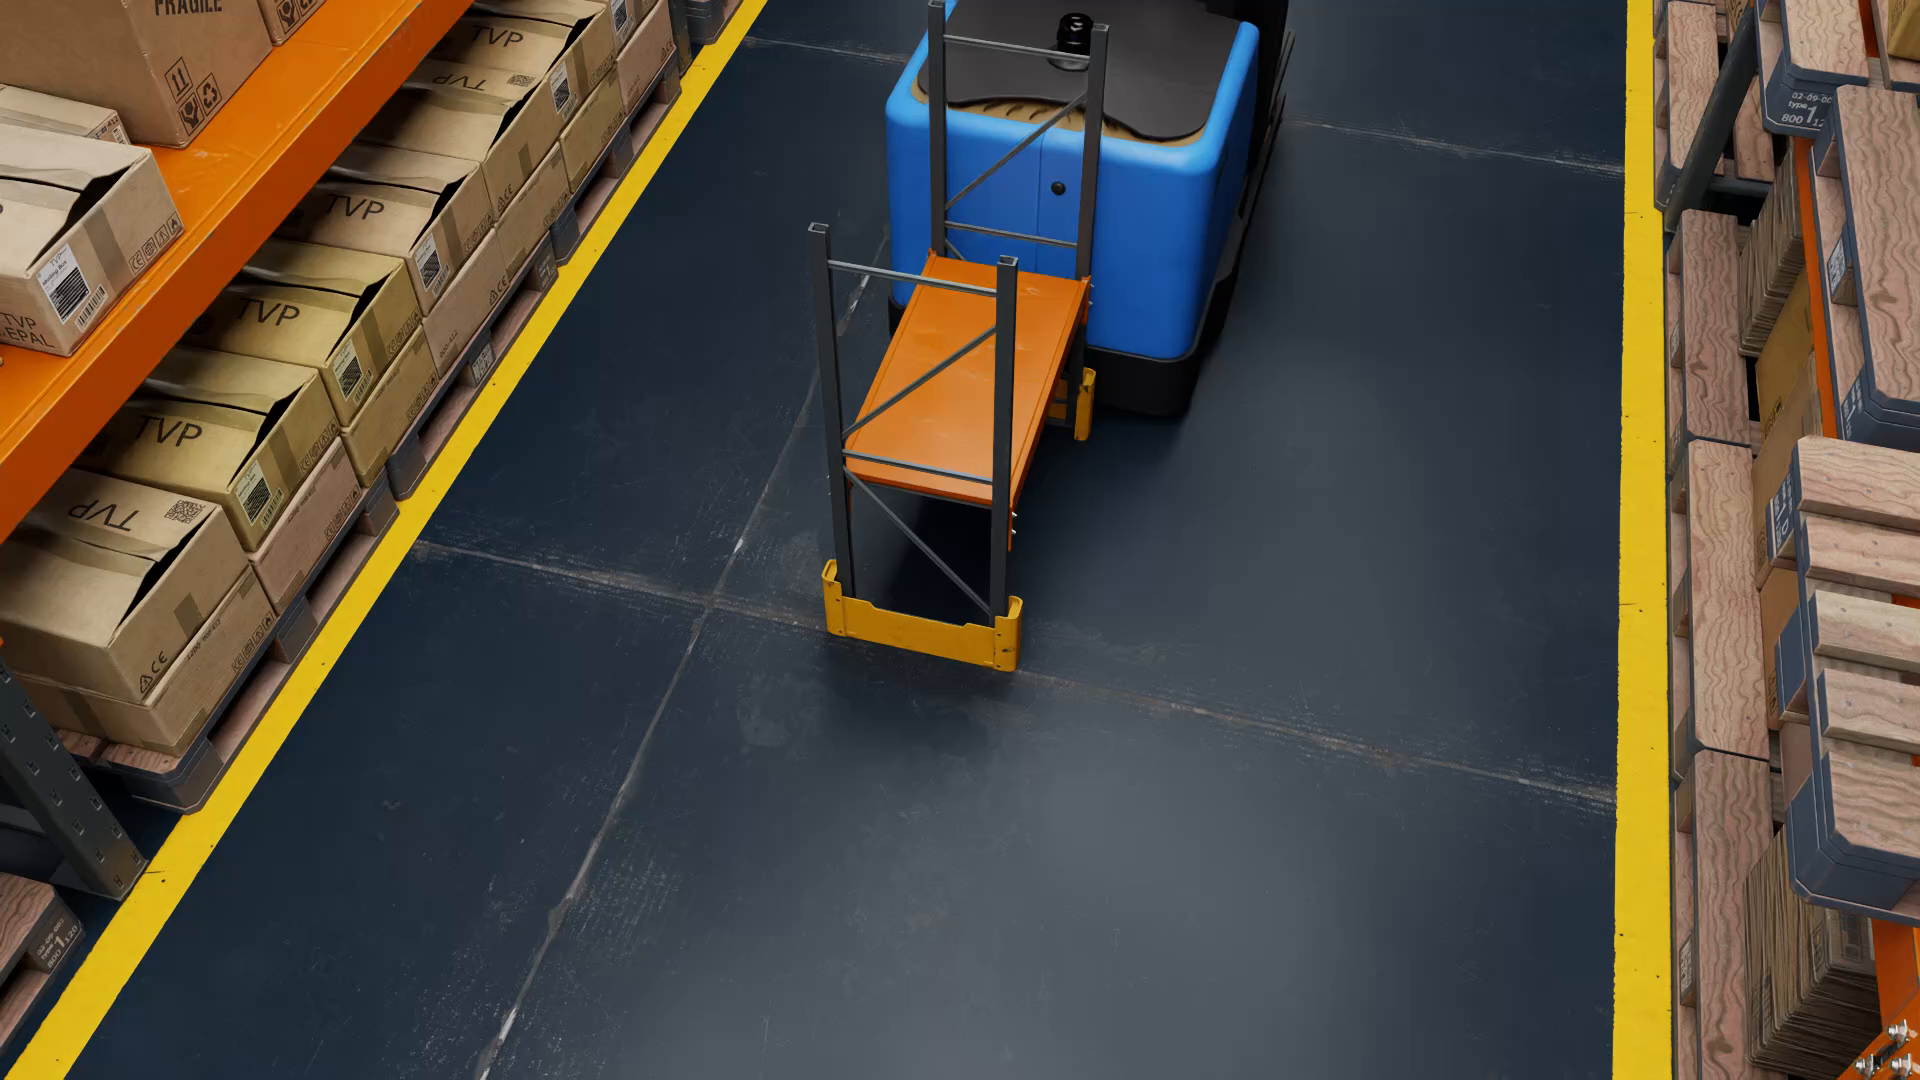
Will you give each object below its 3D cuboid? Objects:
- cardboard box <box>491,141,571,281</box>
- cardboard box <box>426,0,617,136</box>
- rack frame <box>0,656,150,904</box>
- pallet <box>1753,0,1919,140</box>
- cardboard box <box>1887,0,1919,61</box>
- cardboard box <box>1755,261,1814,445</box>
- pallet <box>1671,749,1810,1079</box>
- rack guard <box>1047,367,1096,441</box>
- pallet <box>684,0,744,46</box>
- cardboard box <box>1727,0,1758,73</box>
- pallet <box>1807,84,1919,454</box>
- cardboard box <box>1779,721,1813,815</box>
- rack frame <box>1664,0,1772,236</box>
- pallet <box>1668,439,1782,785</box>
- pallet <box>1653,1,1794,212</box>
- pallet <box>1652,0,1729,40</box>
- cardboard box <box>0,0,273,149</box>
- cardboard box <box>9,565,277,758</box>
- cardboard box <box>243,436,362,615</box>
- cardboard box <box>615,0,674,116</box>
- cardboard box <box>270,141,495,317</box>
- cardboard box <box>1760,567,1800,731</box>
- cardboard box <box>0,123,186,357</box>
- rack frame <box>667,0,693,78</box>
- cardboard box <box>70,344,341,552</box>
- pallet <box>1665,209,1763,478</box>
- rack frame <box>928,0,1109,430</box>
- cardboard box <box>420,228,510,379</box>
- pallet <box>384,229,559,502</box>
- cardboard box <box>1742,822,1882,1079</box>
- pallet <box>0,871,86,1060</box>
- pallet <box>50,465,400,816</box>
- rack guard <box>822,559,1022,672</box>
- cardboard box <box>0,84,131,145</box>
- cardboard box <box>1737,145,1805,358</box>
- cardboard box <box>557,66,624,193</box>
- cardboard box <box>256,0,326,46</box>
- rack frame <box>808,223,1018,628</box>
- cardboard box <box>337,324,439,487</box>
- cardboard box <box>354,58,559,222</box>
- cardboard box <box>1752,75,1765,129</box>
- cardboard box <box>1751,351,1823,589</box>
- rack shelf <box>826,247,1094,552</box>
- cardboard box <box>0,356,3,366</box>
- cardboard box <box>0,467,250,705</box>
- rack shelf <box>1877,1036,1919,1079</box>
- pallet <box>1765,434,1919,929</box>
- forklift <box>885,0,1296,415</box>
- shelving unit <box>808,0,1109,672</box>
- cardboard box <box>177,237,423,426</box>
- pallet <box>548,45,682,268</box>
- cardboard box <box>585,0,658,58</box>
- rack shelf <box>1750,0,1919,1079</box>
[{"bbox_3d":[-1.727,-1.204,5.866,0.500,0.250,0.500,13,50,11],"label":"cardboard box"},{"bbox_3d":[-1.589,-1.755,5.978,0.500,0.311,0.500,13,50,11],"label":"cardboard box"},{"bbox_3d":[-2.681,-0.174,3.403,1.000,3.000,0.127,12,50,10],"label":"rack frame"},{"bbox_3d":[2.810,-1.505,4.706,1.003,0.211,1.213,12,50,10],"label":"pallet"},{"bbox_3d":[2.831,-1.507,4.219,0.700,0.500,0.500,16,51,14],"label":"cardboard box"},{"bbox_3d":[2.886,-0.492,5.057,0.700,0.500,0.500,11,49,9],"label":"cardboard box"},{"bbox_3d":[2.306,1.158,4.087,1.003,0.211,1.213,12,50,10],"label":"pallet"},{"bbox_3d":[0.151,-0.498,5.523,0.587,0.250,0.087,12,50,10],"label":"rack guard"},{"bbox_3d":[-1.379,-2.712,7.503,1.003,0.211,1.213,12,50,10],"label":"pallet"},{"bbox_3d":[3.386,-2.170,6.538,0.500,0.500,0.500,8,49,7],"label":"cardboard box"},{"bbox_3d":[2.580,-0.576,3.886,1.003,0.211,1.213,12,50,10],"label":"pallet"},{"bbox_3d":[2.486,0.601,4.092,0.700,0.500,0.500,11,50,10],"label":"cardboard box"},{"bbox_3d":[3.152,-2.093,5.096,1.000,3.000,0.127,12,50,10],"label":"rack frame"},{"bbox_3d":[2.629,0.279,4.863,1.003,0.211,1.213,12,50,10],"label":"pallet"},{"bbox_3d":[3.294,-1.663,6.577,1.003,0.211,1.213,12,50,10],"label":"pallet"},{"bbox_3d":[3.614,-2.548,7.358,1.003,0.211,1.213,12,50,10],"label":"pallet"},{"bbox_3d":[-2.255,-1.424,4.440,0.500,0.500,0.500,9,49,8],"label":"cardboard box"},{"bbox_3d":[-2.260,0.276,4.560,0.500,0.250,0.500,11,50,10],"label":"cardboard box"},{"bbox_3d":[-2.128,-0.088,4.881,0.500,0.250,0.500,10,49,9],"label":"cardboard box"},{"bbox_3d":[-1.458,-1.940,6.515,0.500,0.250,0.500,11,50,10],"label":"cardboard box"},{"bbox_3d":[-1.859,-1.032,5.340,0.500,0.311,0.500,11,49,10],"label":"cardboard box"},{"bbox_3d":[2.589,0.236,4.415,0.700,0.500,0.500,11,50,10],"label":"cardboard box"},{"bbox_3d":[-2.259,-0.754,3.974,0.500,0.311,0.500,11,49,10],"label":"cardboard box"},{"bbox_3d":[-1.628,-3.068,5.957,1.000,3.000,0.127,12,50,10],"label":"rack frame"},{"bbox_3d":[-2.130,-0.292,4.686,0.500,0.311,0.500,10,49,9],"label":"cardboard box"},{"bbox_3d":[2.948,-0.607,5.645,1.003,0.211,1.213,12,50,10],"label":"pallet"},{"bbox_3d":[0.156,-0.926,5.067,0.500,1.500,0.032,12,50,10],"label":"rack frame"},{"bbox_3d":[-1.862,-0.836,5.541,0.500,0.250,0.500,12,50,11],"label":"cardboard box"},{"bbox_3d":[-2.104,-0.719,5.744,1.003,0.211,1.213,12,50,10],"label":"pallet"},{"bbox_3d":[2.238,0.951,3.784,0.700,0.500,0.500,12,50,11],"label":"cardboard box"},{"bbox_3d":[-2.914,1.281,3.979,1.003,0.211,1.213,12,50,10],"label":"pallet"},{"bbox_3d":[-2.427,0.161,4.967,1.003,0.211,1.213,12,50,10],"label":"pallet"},{"bbox_3d":[-0.111,0.222,4.887,0.587,0.250,0.087,12,50,10],"label":"rack guard"},{"bbox_3d":[-2.400,-1.025,4.321,0.380,0.149,0.250,15,50,13],"label":"cardboard box"},{"bbox_3d":[2.974,-0.876,5.396,0.700,0.500,0.500,13,50,11],"label":"cardboard box"},{"bbox_3d":[-1.593,-1.574,6.192,0.500,0.250,0.500,11,49,9],"label":"cardboard box"},{"bbox_3d":[-2.117,-1.805,4.776,0.500,0.500,0.500,12,50,10],"label":"cardboard box"},{"bbox_3d":[-0.111,-0.190,4.418,0.500,1.500,0.032,12,50,10],"label":"rack frame"},{"bbox_3d":[-1.997,-0.465,5.214,0.500,0.250,0.500,10,49,9],"label":"cardboard box"},{"bbox_3d":[-1.723,-1.395,5.660,0.500,0.311,0.500,11,50,10],"label":"cardboard box"},{"bbox_3d":[3.264,-1.694,6.340,0.380,0.166,0.250,6,49,5],"label":"cardboard box"},{"bbox_3d":[2.713,-0.131,4.739,0.700,0.500,0.500,12,50,10],"label":"cardboard box"},{"bbox_3d":[0.022,-0.439,4.877,0.538,0.185,1.000,12,50,10],"label":"rack shelf"},{"bbox_3d":[-2.543,-0.399,3.661,0.500,0.311,0.500,14,50,12],"label":"cardboard box"},{"bbox_3d":[-2.260,0.090,4.350,0.500,0.311,0.500,13,50,11],"label":"cardboard box"},{"bbox_3d":[1.573,2.485,1.536,1.077,0.370,4.000,12,50,10],"label":"rack shelf"},{"bbox_3d":[2.184,0.327,3.088,1.213,0.211,1.003,12,50,10],"label":"pallet"},{"bbox_3d":[0.668,-2.516,5.516,1.130,2.935,3.031,13,50,11],"label":"forklift"},{"bbox_3d":[0.020,-0.551,4.736,0.587,1.500,1.083,12,50,10],"label":"shelving unit"},{"bbox_3d":[-1.993,-0.660,5.012,0.500,0.311,0.500,10,49,9],"label":"cardboard box"},{"bbox_3d":[-1.785,-1.604,6.525,1.003,0.211,1.213,12,50,10],"label":"pallet"},{"bbox_3d":[-1.458,-2.133,6.312,0.500,0.311,0.500,12,50,10],"label":"cardboard box"},{"bbox_3d":[2.625,-0.408,4.089,1.077,0.370,4.000,12,50,10],"label":"rack shelf"}]
